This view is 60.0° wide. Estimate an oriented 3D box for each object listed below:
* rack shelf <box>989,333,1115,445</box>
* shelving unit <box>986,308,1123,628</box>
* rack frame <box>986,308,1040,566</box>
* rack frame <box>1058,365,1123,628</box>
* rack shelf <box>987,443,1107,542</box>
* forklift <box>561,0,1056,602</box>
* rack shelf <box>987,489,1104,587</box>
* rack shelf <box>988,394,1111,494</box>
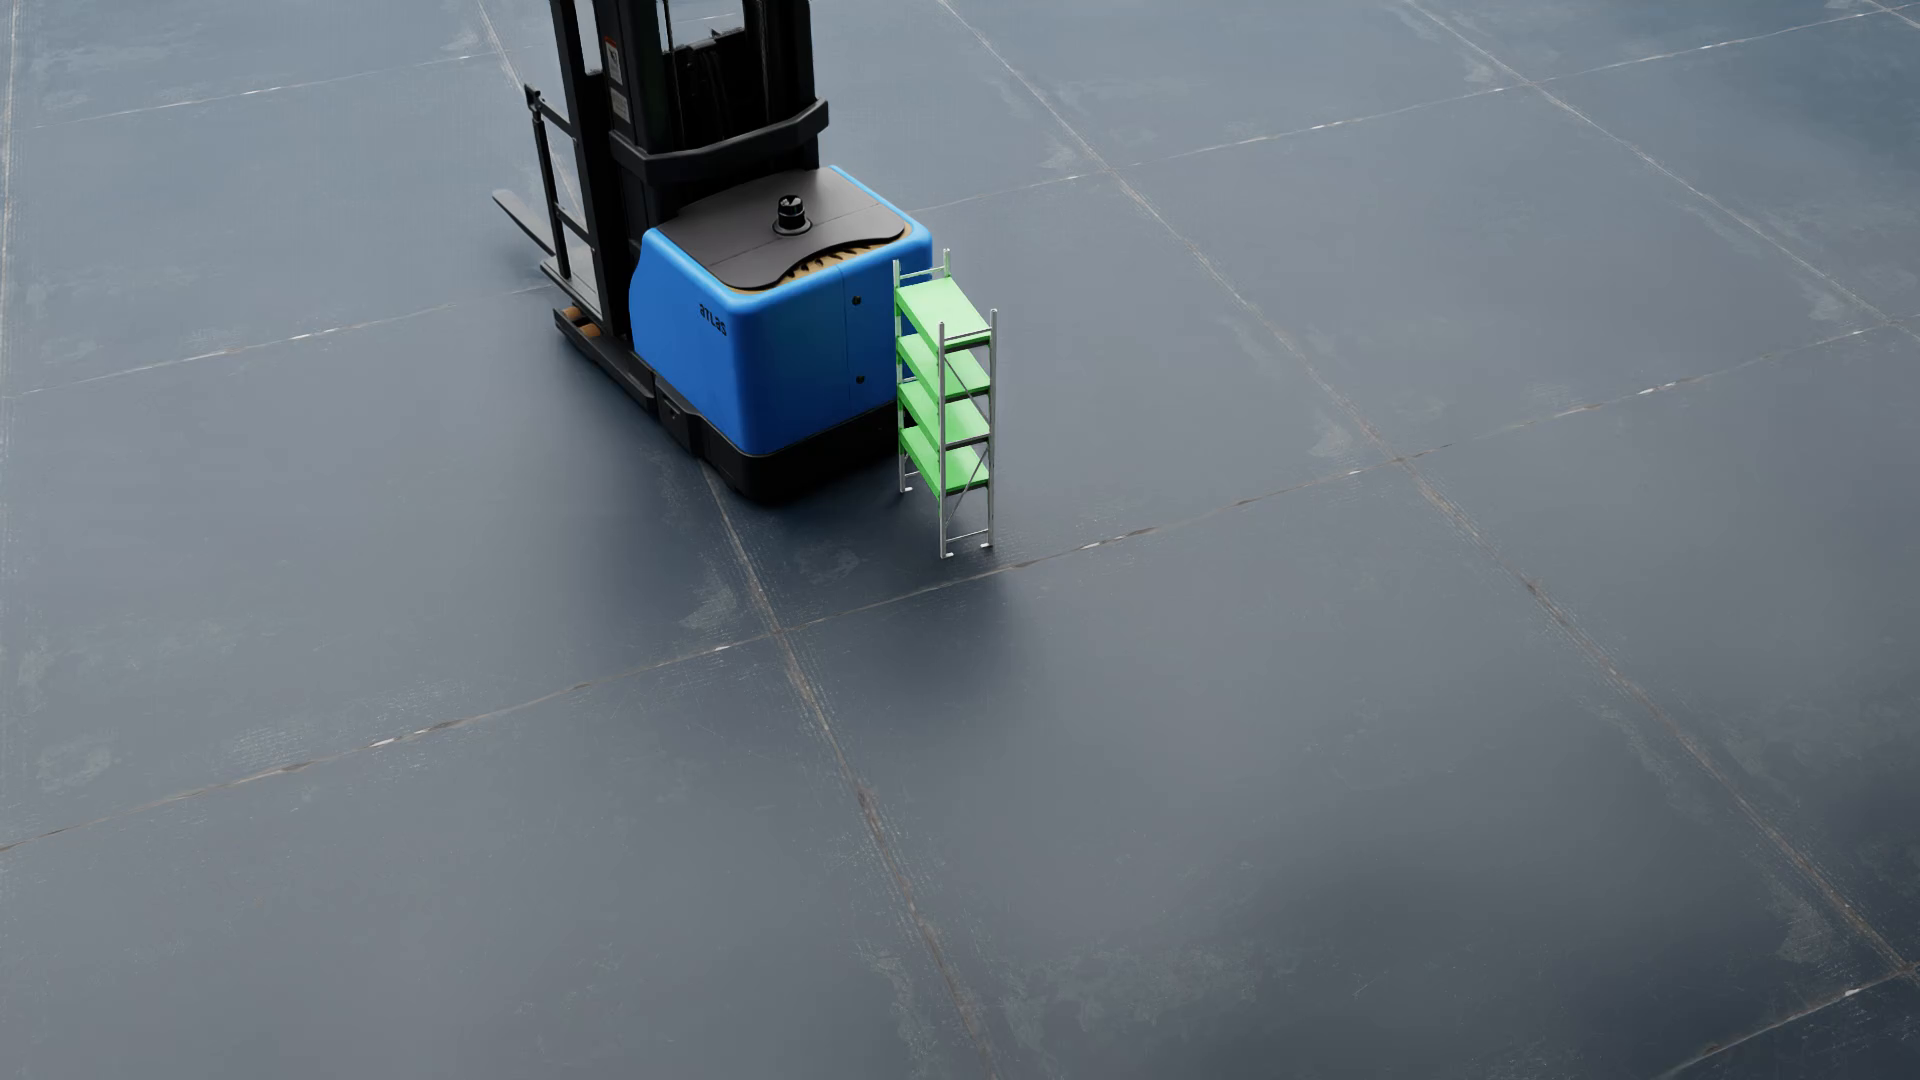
[{"bbox_3d":[0.357,-0.585,6.371,0.258,0.148,0.480,-26,47,-27],"label":"rack shelf"},{"bbox_3d":[0.357,-0.269,6.643,0.258,1.200,0.503,-26,47,-27],"label":"shelving unit"},{"bbox_3d":[0.210,-0.396,6.790,0.240,1.200,0.015,-26,47,-27],"label":"rack frame"},{"bbox_3d":[0.504,-0.142,6.495,0.240,1.200,0.015,-26,47,-27],"label":"rack frame"},{"bbox_3d":[0.357,-0.221,6.684,0.258,0.148,0.480,-26,47,-27],"label":"rack shelf"},{"bbox_3d":[-0.889,-1.766,7.055,1.130,2.935,3.031,-26,47,-27],"label":"forklift"},{"bbox_3d":[0.357,-0.039,6.841,0.258,0.148,0.480,-26,47,-27],"label":"rack shelf"},{"bbox_3d":[0.357,-0.403,6.528,0.258,0.148,0.480,-26,47,-27],"label":"rack shelf"}]
